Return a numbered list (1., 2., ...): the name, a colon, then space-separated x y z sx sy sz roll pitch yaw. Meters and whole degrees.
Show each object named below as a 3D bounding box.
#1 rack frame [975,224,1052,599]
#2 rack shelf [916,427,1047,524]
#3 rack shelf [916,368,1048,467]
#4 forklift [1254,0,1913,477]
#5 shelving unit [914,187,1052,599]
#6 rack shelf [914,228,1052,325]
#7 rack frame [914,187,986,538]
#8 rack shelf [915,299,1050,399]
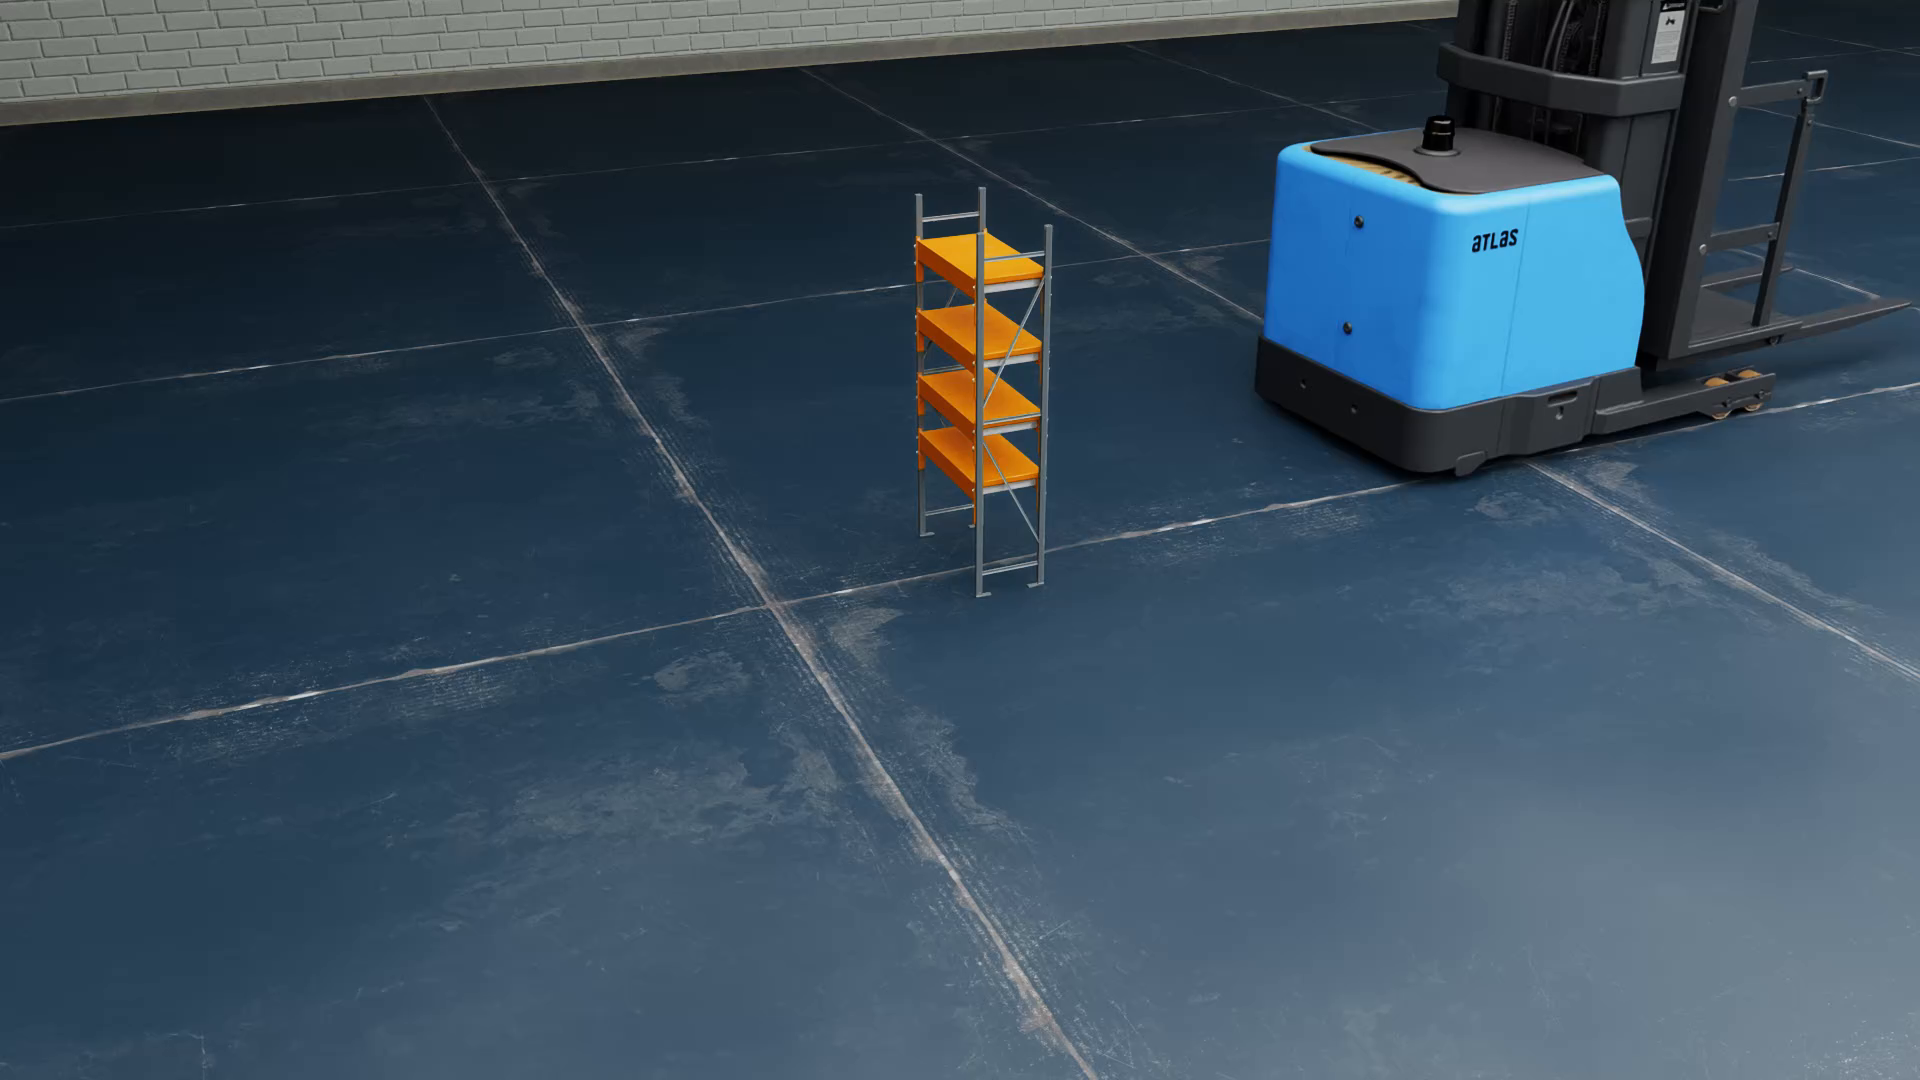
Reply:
1. rack frame: 0.160 -0.374 5.148 0.240 1.200 0.015 -11 28 -21
2. rack shelf: 0.065 -0.233 5.467 0.258 0.148 0.480 -11 28 -21
3. rack shelf: 0.065 -0.412 5.379 0.258 0.148 0.480 -11 28 -21
4. forklift: 2.759 -1.996 6.498 3.031 2.935 1.130 -13 29 -25
5. shelving unit: 0.065 -0.472 5.350 0.258 1.200 0.503 -11 28 -21
6. rack shelf: 0.065 -0.825 5.177 0.258 0.148 0.480 -11 28 -21
7. rack frame: -0.031 -0.571 5.552 0.240 1.200 0.015 -11 28 -21
8. rack shelf: 0.065 -0.613 5.281 0.258 0.148 0.480 -11 28 -21
